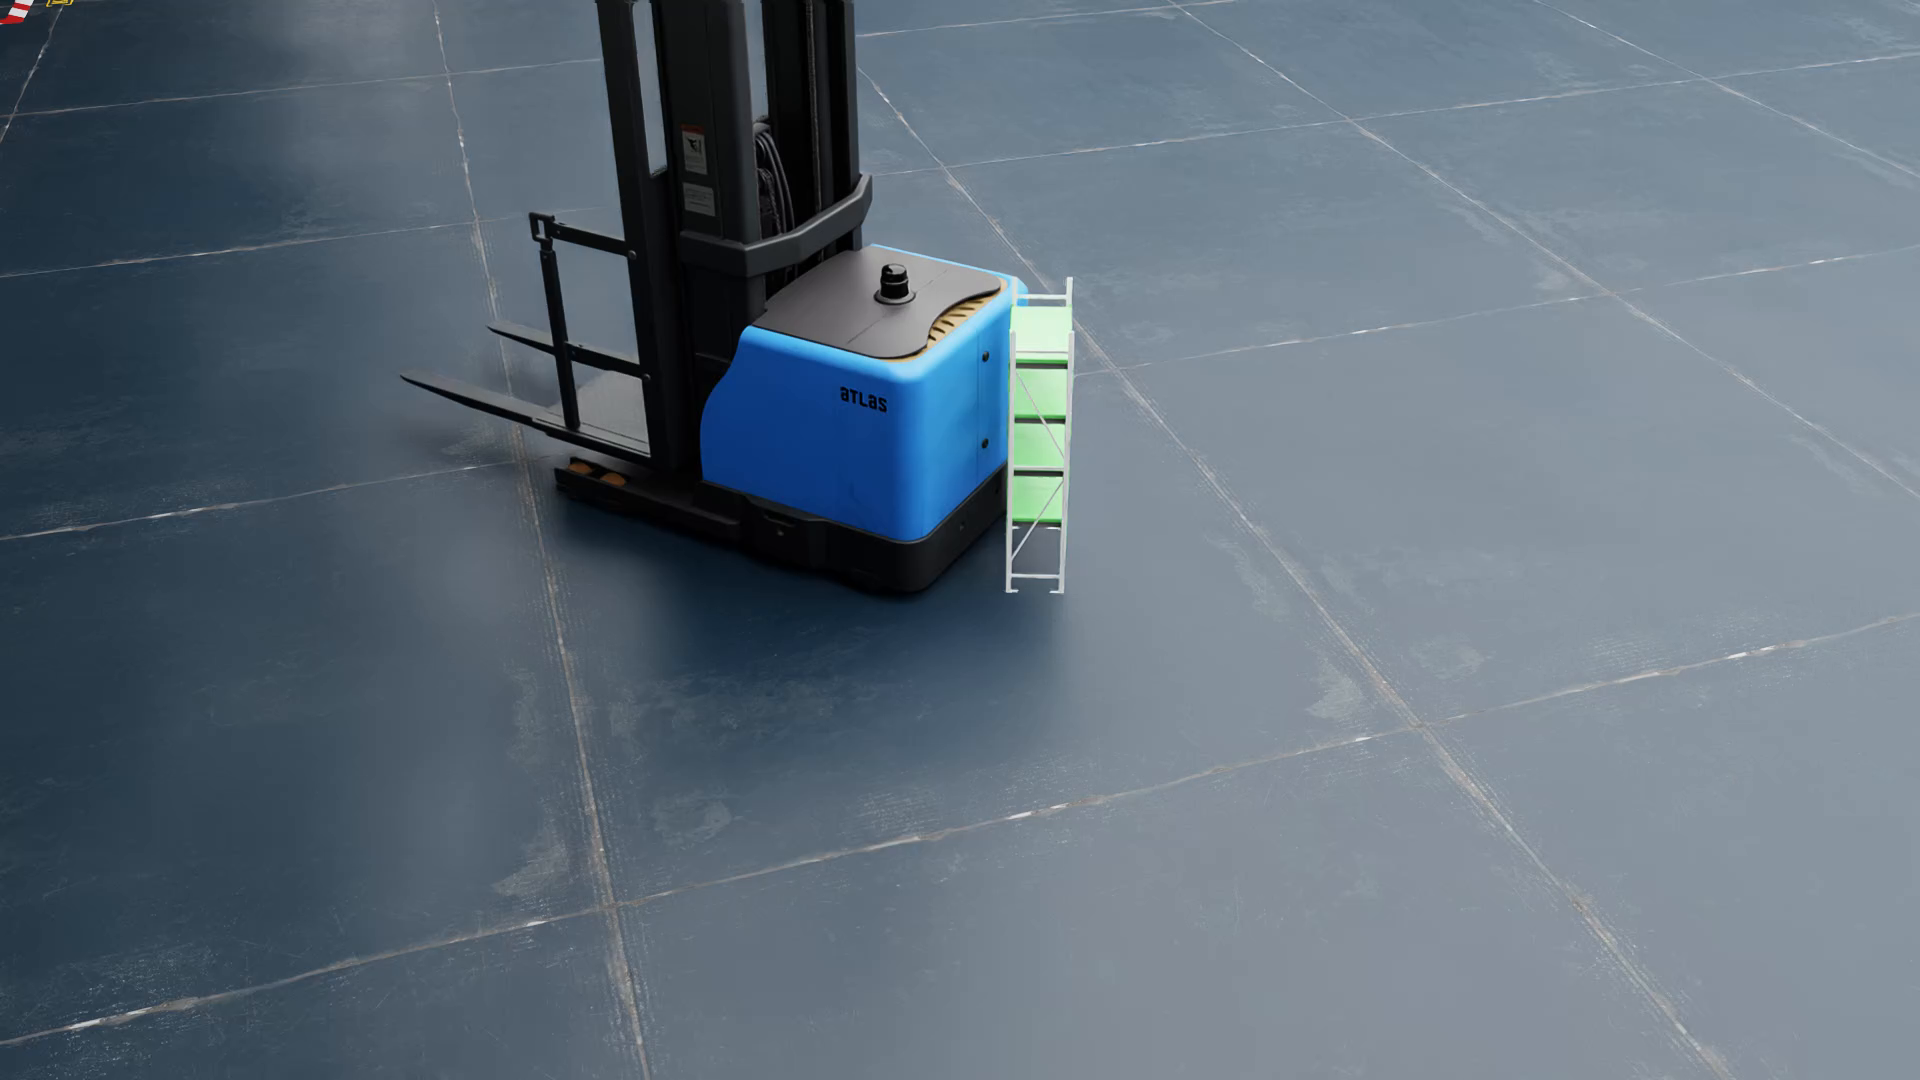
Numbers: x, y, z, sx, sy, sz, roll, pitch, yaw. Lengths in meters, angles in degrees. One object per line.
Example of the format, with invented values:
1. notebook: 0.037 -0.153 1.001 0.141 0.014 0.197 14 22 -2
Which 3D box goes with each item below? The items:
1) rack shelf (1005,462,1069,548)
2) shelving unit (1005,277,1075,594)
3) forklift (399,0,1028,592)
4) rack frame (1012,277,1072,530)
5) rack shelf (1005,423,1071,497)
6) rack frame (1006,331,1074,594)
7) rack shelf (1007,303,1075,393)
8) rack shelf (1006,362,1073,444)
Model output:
1. rack shelf: 0.320 -0.162 6.959 0.258 0.148 0.480 1 33 2
2. shelving unit: 0.320 -0.416 6.791 0.258 1.200 0.503 1 33 2
3. forklift: -1.238 -1.590 6.997 3.031 2.935 1.130 17 37 24
4. rack frame: 0.330 -0.550 6.994 0.240 1.200 0.015 1 33 2
5. rack shelf: 0.320 -0.363 6.826 0.258 0.148 0.480 1 33 2
6. rack frame: 0.310 -0.281 6.588 0.240 1.200 0.015 1 33 2
7. rack shelf: 0.320 -0.763 6.562 0.258 0.148 0.480 1 33 2
8. rack shelf: 0.320 -0.563 6.694 0.258 0.148 0.480 1 33 2
